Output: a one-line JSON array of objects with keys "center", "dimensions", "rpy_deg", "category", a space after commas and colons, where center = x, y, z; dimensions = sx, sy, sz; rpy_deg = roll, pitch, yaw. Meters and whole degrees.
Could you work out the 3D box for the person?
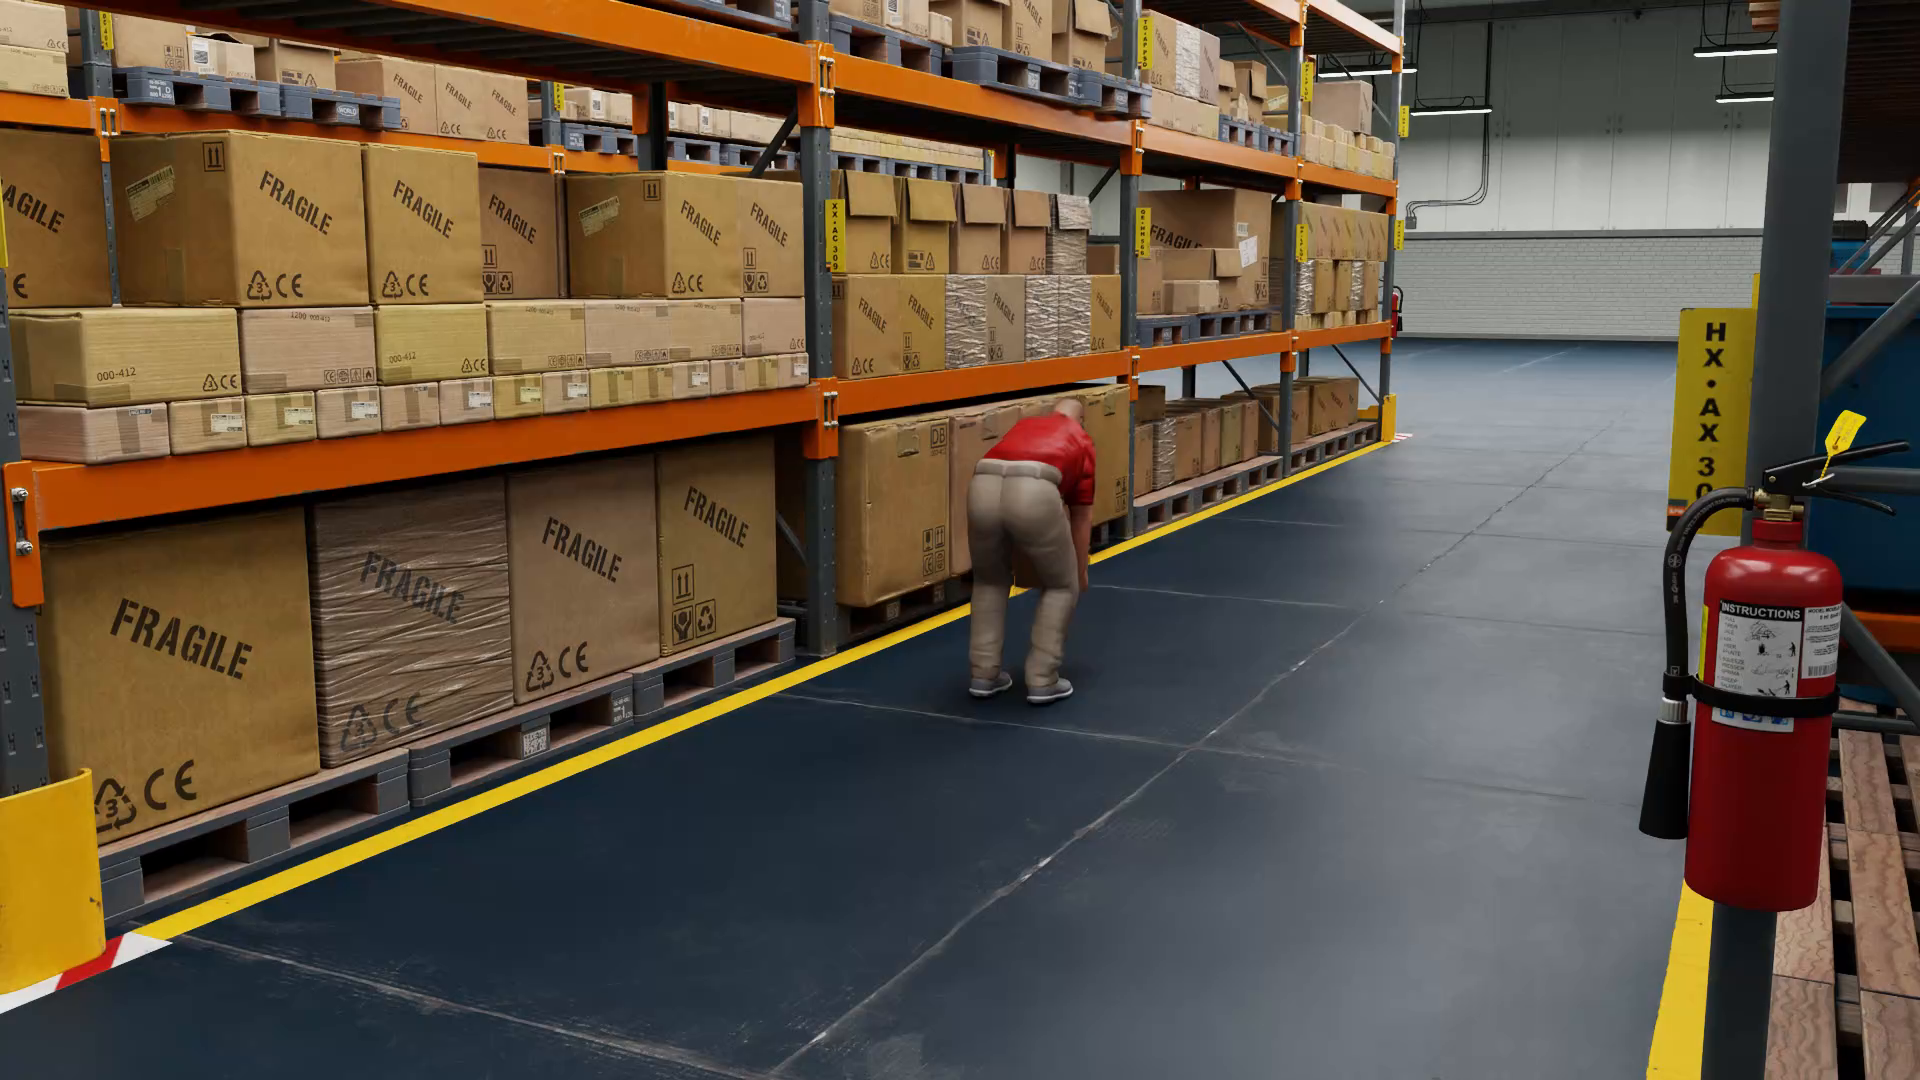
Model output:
[{"center": [0.350, 0.027, 7.295], "dimensions": [0.483, 1.250, 0.925], "rpy_deg": [4, 10, 24], "category": "person"}]
